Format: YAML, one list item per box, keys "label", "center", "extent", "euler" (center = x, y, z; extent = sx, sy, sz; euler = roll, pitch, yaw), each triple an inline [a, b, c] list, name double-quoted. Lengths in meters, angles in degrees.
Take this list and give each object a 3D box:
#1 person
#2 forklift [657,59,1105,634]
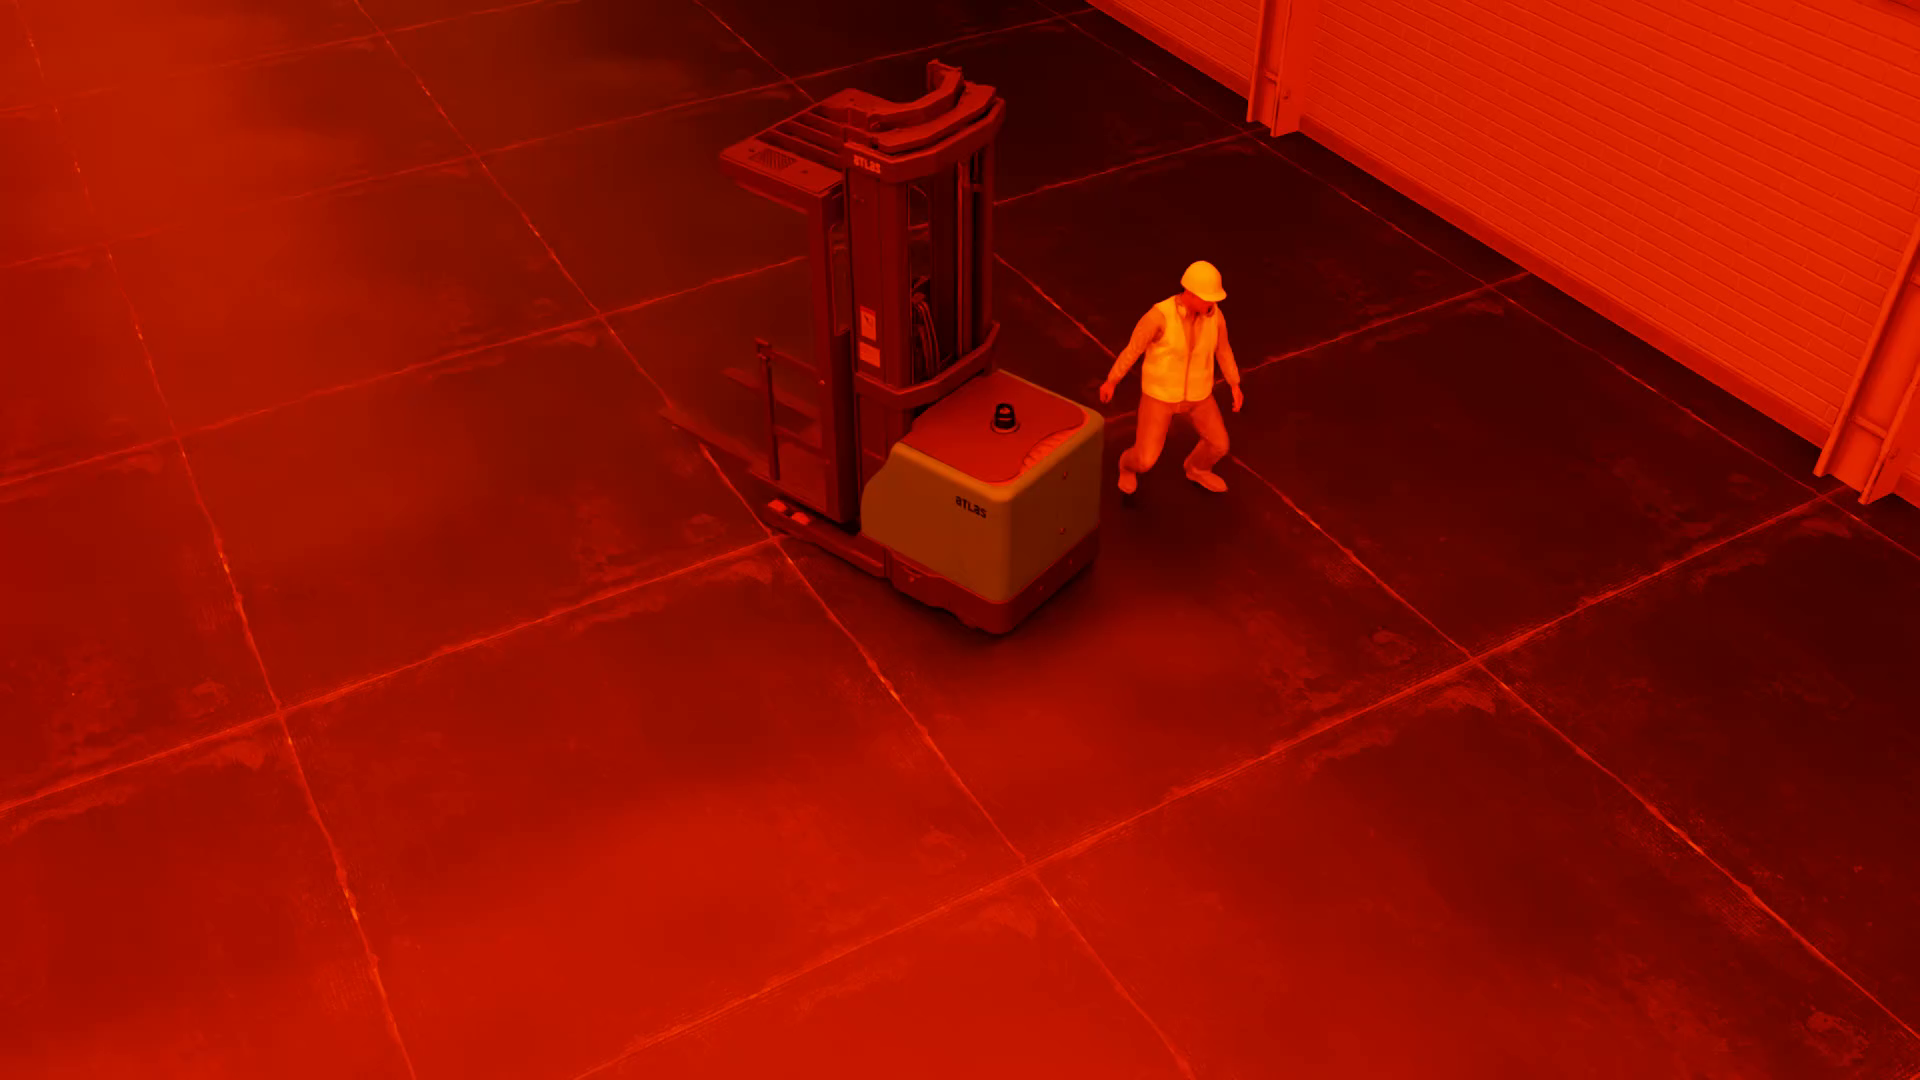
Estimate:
- label: "person"
  center: [1.304, -0.942, 10.157]
  extent: [0.882, 1.688, 0.486]
  euler: [-7, 40, -8]
- label: "forklift"
  center: [-0.620, -1.369, 9.686]
  extent: [3.031, 2.935, 1.130]
  euler: [27, 47, 29]
